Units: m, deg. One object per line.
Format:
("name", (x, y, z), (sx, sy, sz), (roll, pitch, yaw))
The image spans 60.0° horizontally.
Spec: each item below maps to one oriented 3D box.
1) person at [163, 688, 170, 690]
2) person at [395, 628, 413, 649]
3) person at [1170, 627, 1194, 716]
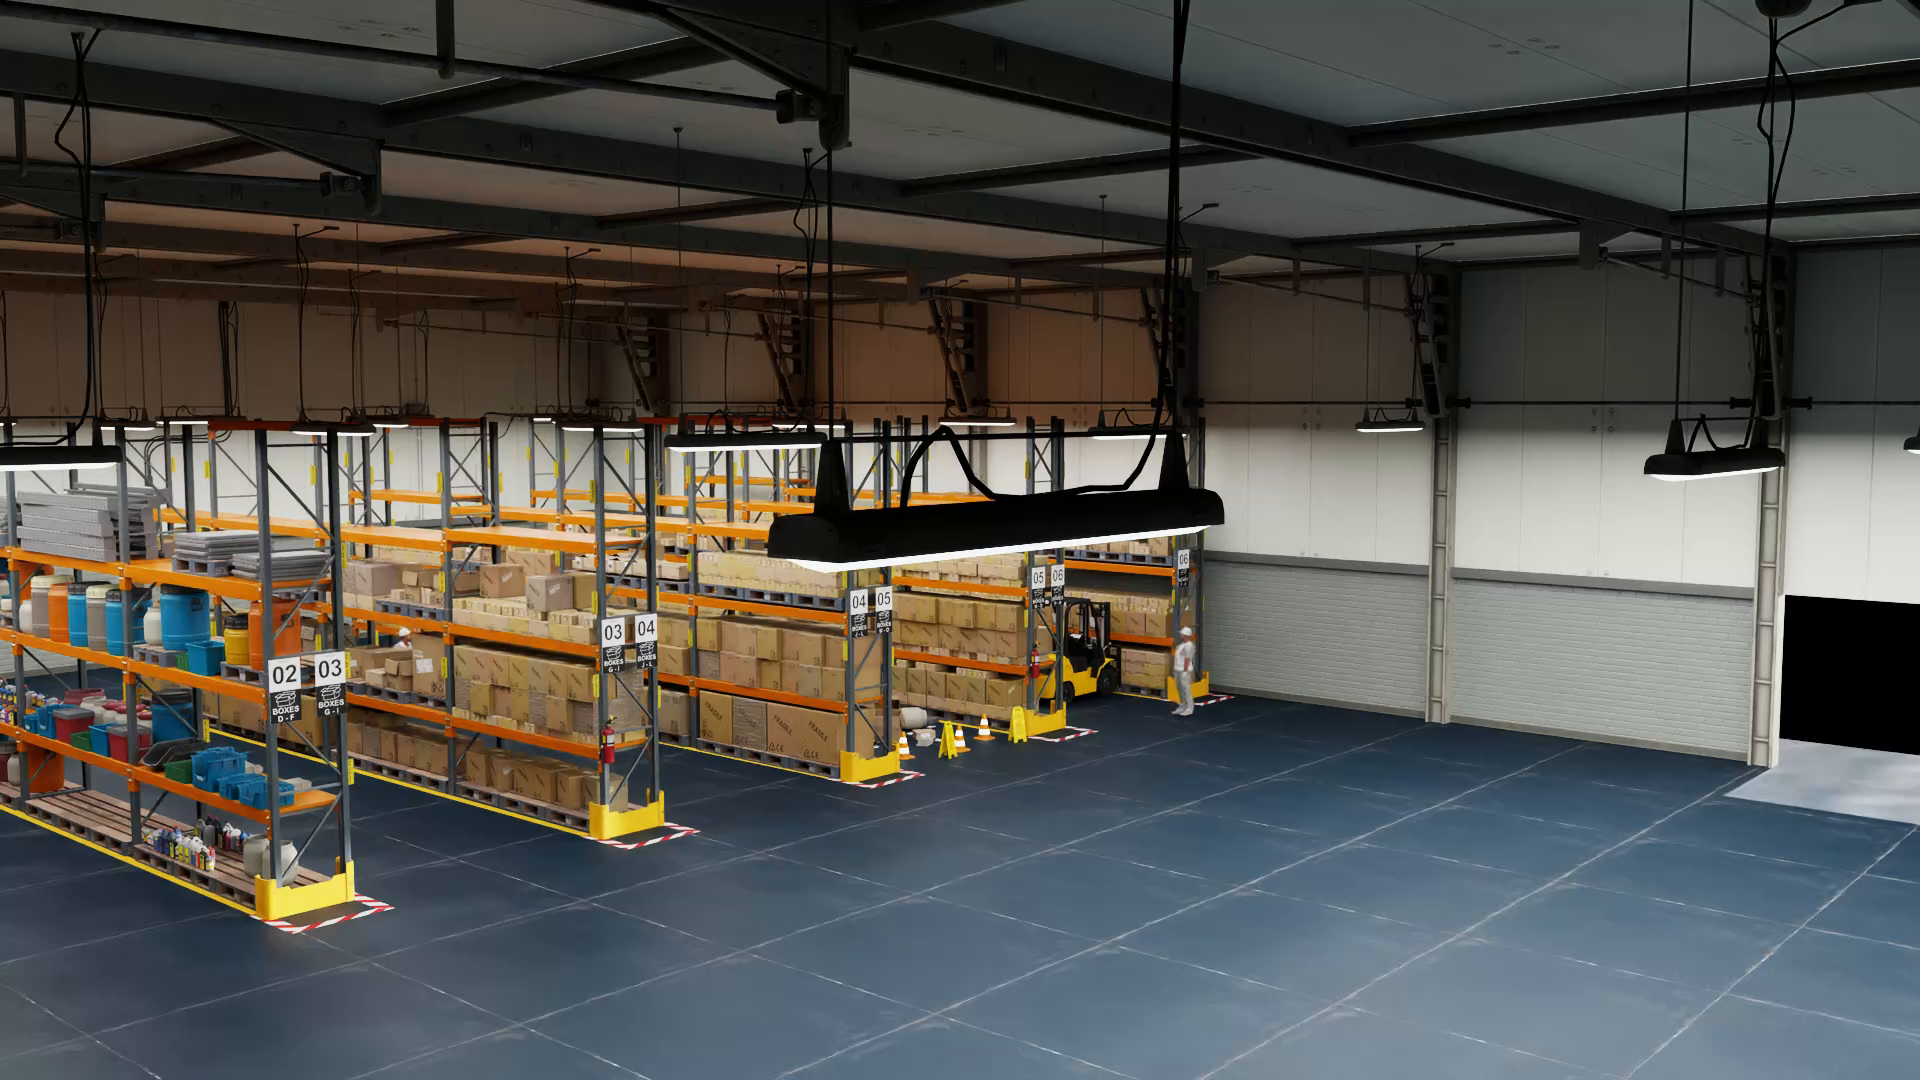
("person", (-13.084, 3.234, 27.542), (0.461, 1.566, 0.385), (2, 5, 27))
("person", (-11.138, 2.645, 33.631), (1.048, 1.733, 0.654), (4, 6, 38))
("person", (4.501, 2.653, 33.651), (0.402, 1.812, 0.683), (-2, 5, -21))
